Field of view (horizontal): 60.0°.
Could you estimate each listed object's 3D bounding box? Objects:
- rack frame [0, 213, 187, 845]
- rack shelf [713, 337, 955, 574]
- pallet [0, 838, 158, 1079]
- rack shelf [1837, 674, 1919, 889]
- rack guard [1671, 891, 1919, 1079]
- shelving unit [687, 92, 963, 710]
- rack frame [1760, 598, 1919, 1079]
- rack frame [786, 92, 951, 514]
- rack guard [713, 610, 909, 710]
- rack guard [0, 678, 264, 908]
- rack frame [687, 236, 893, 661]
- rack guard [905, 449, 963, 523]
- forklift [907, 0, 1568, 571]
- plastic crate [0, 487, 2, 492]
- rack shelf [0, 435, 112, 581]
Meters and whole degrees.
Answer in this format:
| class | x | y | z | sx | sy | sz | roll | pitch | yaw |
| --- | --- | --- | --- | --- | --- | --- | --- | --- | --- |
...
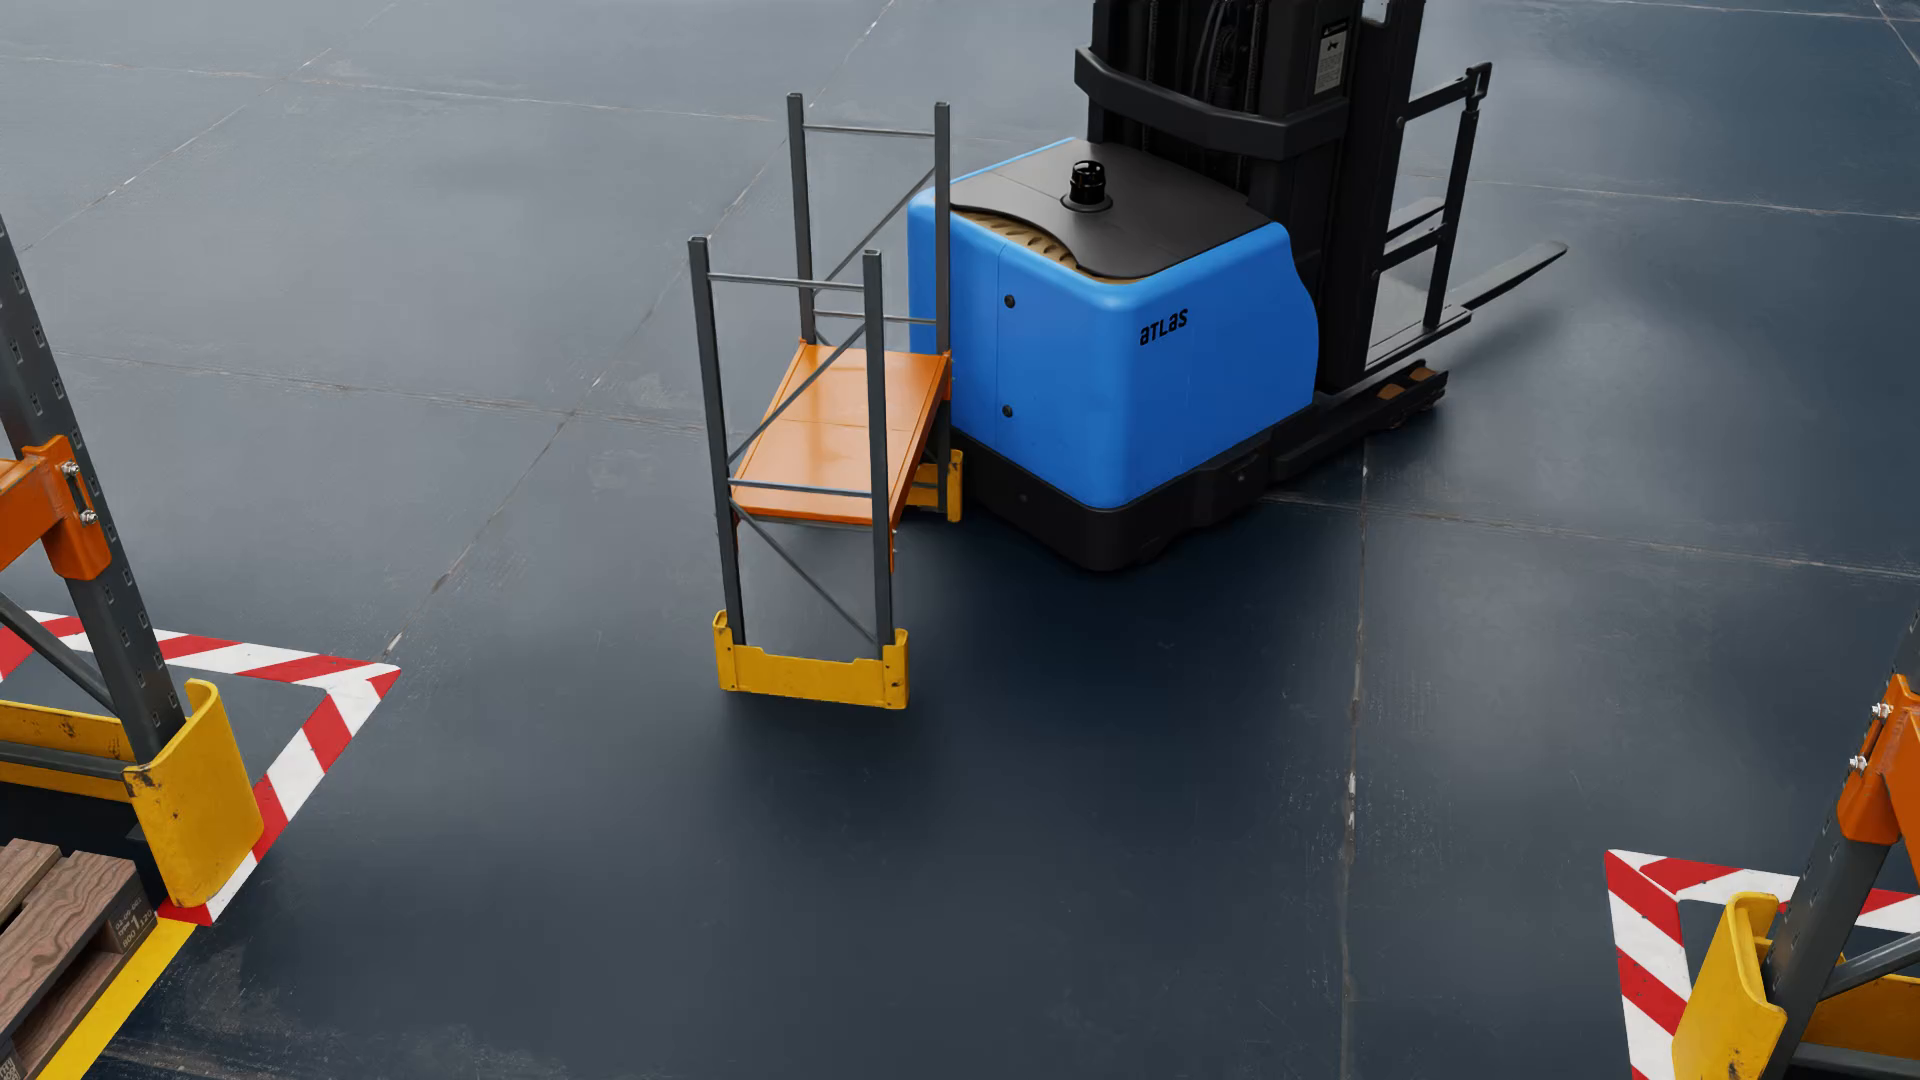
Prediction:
| class | x | y | z | sx | sy | sz | roll | pitch | yaw |
| --- | --- | --- | --- | --- | --- | --- | --- | --- | --- |
| rack frame | -2.564 | -0.454 | 3.820 | 1.000 | 3.000 | 0.127 | 7 | 37 | 10 |
| rack shelf | -0.364 | -0.290 | 5.179 | 0.538 | 0.185 | 1.000 | 6 | 36 | 8 |
| pallet | -2.713 | 1.190 | 3.928 | 1.003 | 0.211 | 1.213 | 7 | 37 | 10 |
| rack shelf | 1.847 | 1.607 | 1.589 | 1.077 | 0.370 | 4.000 | 7 | 37 | 10 |
| rack guard | 2.280 | 1.168 | 3.713 | 1.175 | 0.500 | 0.348 | 7 | 37 | 10 |
| shelving unit | -0.365 | -0.431 | 5.066 | 0.587 | 1.500 | 1.083 | 6 | 36 | 8 |
| rack frame | 2.274 | 0.169 | 2.960 | 1.000 | 3.000 | 0.127 | 7 | 37 | 10 |
| rack frame | -0.280 | -0.730 | 5.479 | 0.500 | 1.500 | 0.032 | 6 | 36 | 8 |
| rack guard | -0.448 | 0.364 | 5.035 | 0.587 | 0.250 | 0.087 | 6 | 36 | 8 |
| rack guard | -2.534 | 0.608 | 4.485 | 1.175 | 0.500 | 0.348 | 7 | 37 | 10 |
| rack frame | -0.448 | -0.142 | 4.667 | 0.500 | 1.500 | 0.032 | 6 | 36 | 8 |
| rack guard | -0.283 | -0.213 | 5.831 | 0.587 | 0.250 | 0.087 | 6 | 36 | 8 |
| forklift | 1.246 | -1.819 | 5.762 | 3.031 | 2.935 | 1.130 | -28 | 44 | -33 |
| plastic crate | -2.378 | -0.069 | 3.416 | 0.499 | 0.251 | 0.616 | 7 | 37 | 10 |
| rack shelf | -2.991 | 0.984 | 2.449 | 1.077 | 0.370 | 4.000 | 7 | 37 | 10 |
